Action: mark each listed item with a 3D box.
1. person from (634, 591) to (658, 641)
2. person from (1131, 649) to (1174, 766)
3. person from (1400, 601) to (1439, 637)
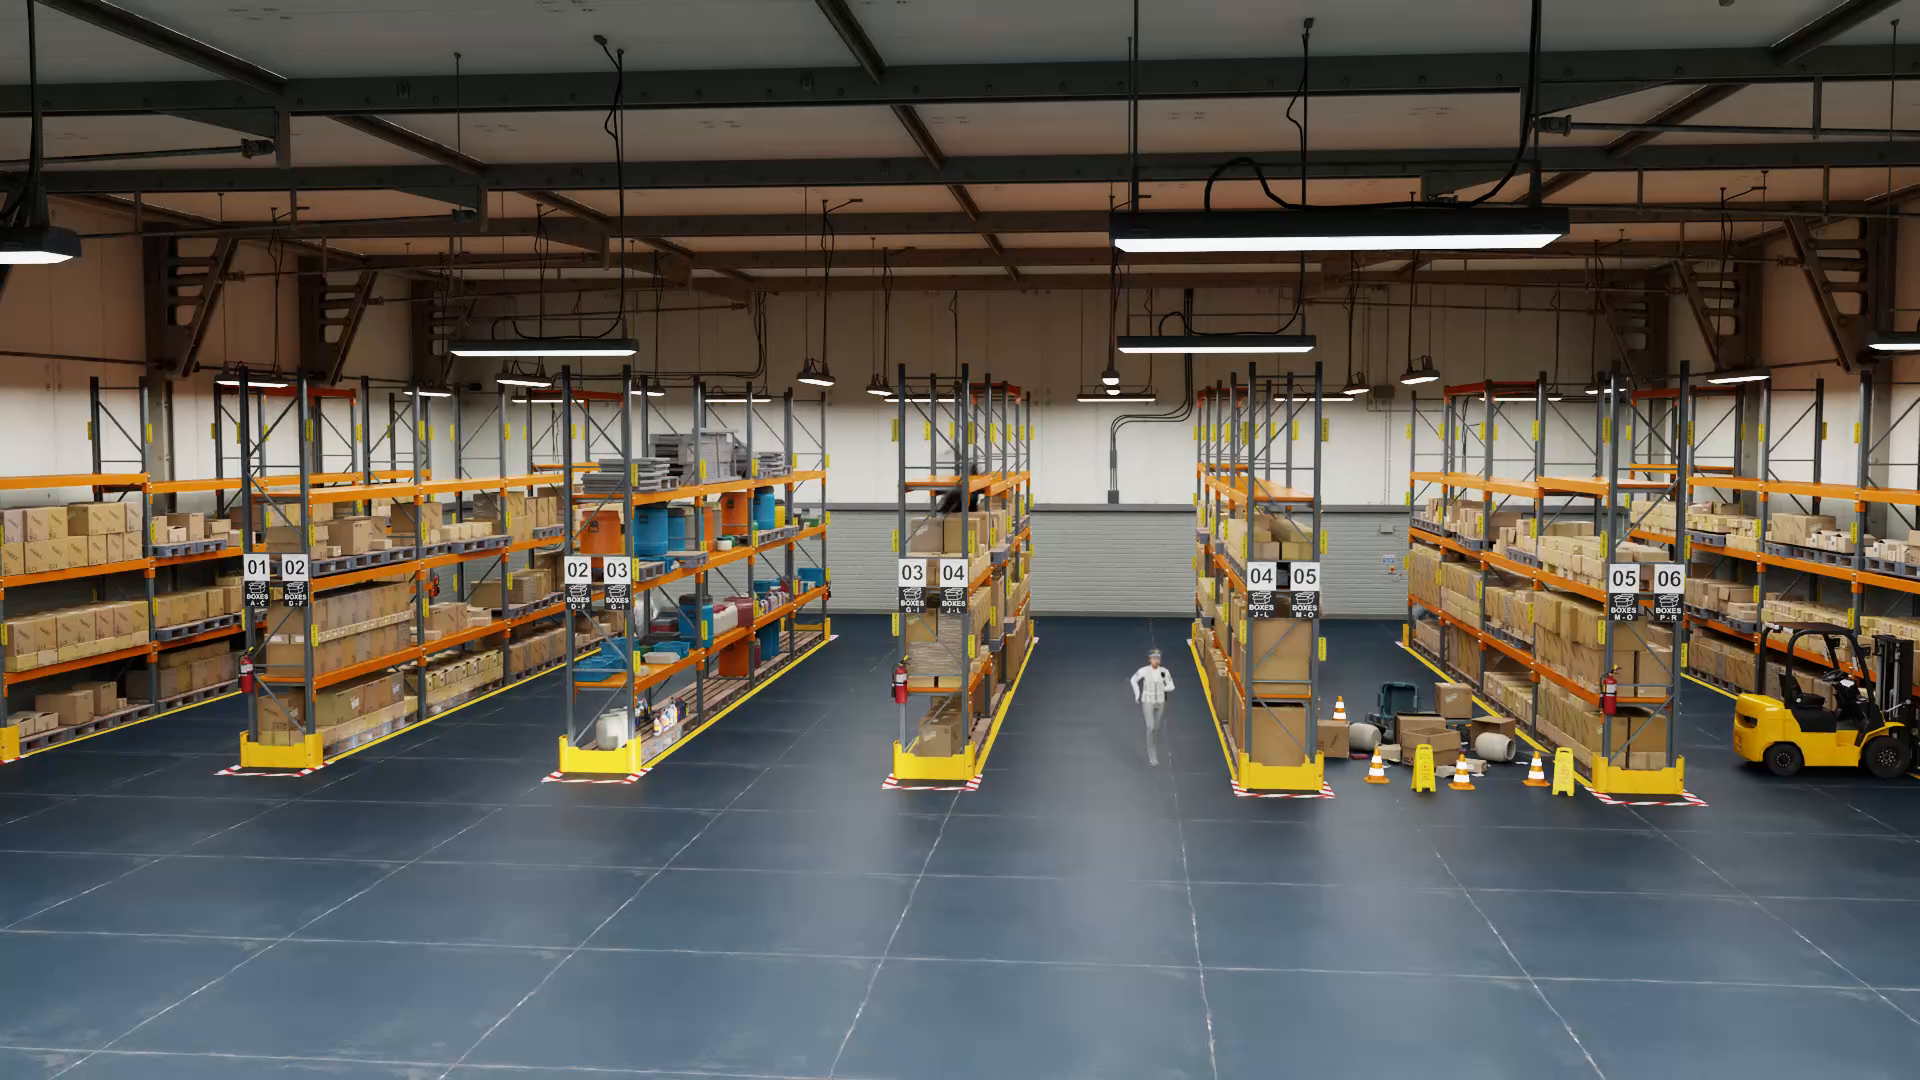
[{"bbox_3d":[-6.836,1.868,35.940,0.621,1.692,0.836,0,4,-8],"label":"person"},{"bbox_3d":[2.961,2.515,25.345,0.600,1.731,0.765,-1,4,-11],"label":"person"},{"bbox_3d":[11.276,1.565,40.320,1.133,1.685,0.653,1,4,22],"label":"person"}]
